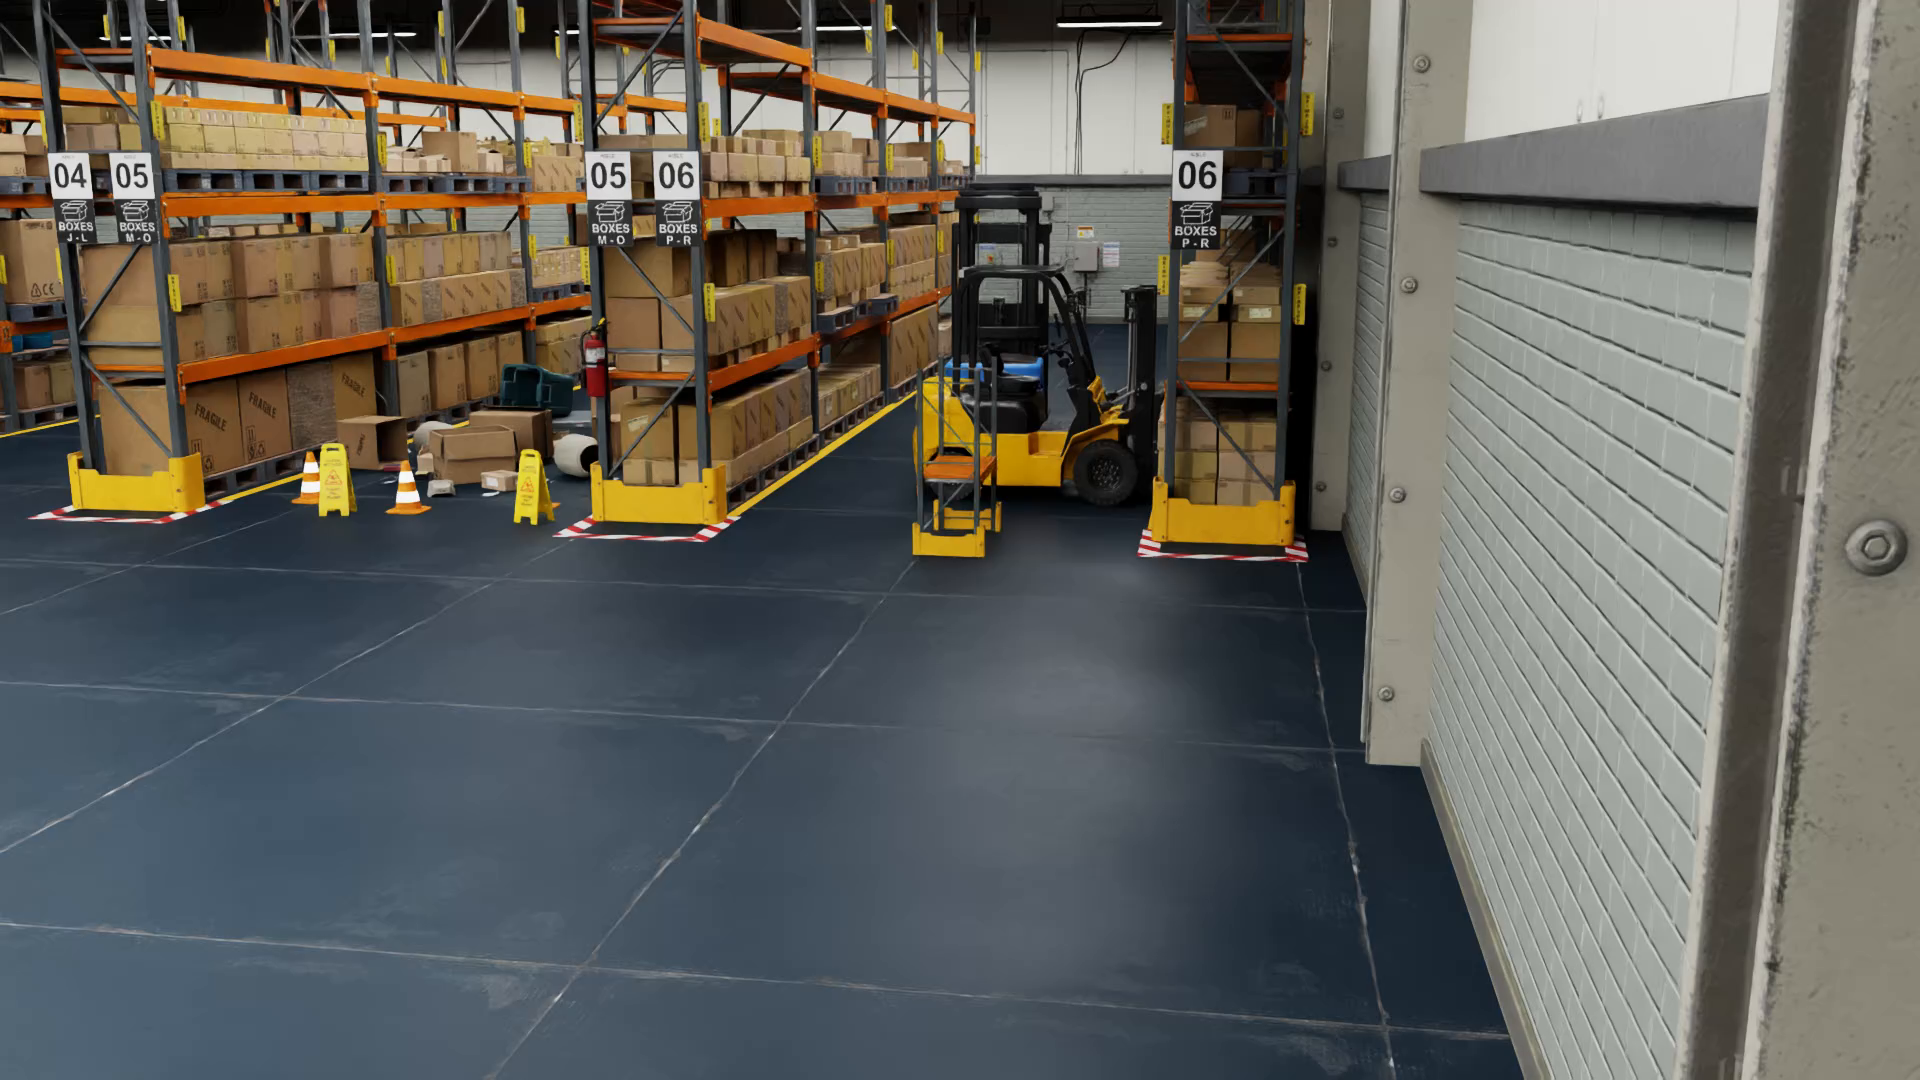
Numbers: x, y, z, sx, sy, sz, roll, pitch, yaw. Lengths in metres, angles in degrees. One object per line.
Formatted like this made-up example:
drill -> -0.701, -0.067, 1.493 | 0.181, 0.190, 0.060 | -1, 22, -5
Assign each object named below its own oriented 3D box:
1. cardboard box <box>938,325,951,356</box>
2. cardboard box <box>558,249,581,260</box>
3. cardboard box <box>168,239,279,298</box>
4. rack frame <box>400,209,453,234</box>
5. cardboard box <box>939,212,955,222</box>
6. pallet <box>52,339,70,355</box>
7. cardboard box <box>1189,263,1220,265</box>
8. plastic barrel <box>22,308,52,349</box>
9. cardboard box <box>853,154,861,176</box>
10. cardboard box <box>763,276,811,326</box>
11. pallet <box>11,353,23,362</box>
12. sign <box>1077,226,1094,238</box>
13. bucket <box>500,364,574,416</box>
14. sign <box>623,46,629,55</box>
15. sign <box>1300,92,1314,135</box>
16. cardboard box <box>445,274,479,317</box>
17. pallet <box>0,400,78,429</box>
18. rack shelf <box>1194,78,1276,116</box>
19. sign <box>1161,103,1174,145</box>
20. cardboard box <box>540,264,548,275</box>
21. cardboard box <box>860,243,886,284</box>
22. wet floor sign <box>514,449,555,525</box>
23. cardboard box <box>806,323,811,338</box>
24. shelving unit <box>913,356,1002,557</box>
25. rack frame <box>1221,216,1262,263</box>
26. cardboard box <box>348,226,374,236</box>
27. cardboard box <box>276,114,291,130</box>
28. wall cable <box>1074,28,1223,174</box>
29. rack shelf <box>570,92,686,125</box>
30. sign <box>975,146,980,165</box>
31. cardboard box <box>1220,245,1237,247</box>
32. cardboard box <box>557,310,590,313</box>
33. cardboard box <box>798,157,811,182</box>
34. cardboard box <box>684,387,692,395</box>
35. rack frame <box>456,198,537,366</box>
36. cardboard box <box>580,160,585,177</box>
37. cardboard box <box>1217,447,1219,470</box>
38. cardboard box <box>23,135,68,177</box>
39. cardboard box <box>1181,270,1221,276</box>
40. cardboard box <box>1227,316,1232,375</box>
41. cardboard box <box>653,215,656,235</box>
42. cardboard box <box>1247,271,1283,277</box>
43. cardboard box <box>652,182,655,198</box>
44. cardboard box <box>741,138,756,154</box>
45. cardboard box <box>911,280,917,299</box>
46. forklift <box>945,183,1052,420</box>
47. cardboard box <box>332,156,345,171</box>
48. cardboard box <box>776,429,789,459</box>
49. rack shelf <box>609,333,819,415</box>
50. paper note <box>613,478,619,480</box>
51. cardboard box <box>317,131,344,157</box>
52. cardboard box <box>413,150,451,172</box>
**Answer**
cardboard box -> -0.644, -3.215, 26.878 | 0.875, 0.438, 0.875 | 2, 12, 8
cardboard box -> -5.824, -4.287, 24.952 | 0.380, 0.149, 0.250 | 1, 12, 6
cardboard box -> -7.290, -2.684, 16.406 | 0.875, 0.550, 0.550 | 2, 12, 9
rack frame -> -10.024, -5.289, 31.416 | 1.000, 3.000, 0.127 | 2, 12, 9
cardboard box -> -0.289, -5.364, 27.612 | 0.380, 0.149, 0.250 | 2, 12, 9
pallet -> -15.458, -3.408, 29.306 | 1.003, 0.211, 1.213 | 2, 12, 9
cardboard box -> 3.063, -3.396, 20.855 | 0.380, 0.149, 0.250 | 2, 12, 10
plastic barrel -> -15.633, -3.684, 27.950 | 0.600, 0.901, 0.708 | 2, 12, 9
cardboard box -> -1.458, -4.388, 19.474 | 0.500, 0.250, 0.500 | 2, 12, 8
cardboard box -> -1.900, -2.564, 17.826 | 0.500, 0.500, 0.500 | 2, 12, 7
pallet -> -15.878, -2.840, 26.669 | 1.003, 0.211, 1.213 | 2, 12, 9
sign -> 2.643, -6.493, 35.040 | 0.339, 0.242, 0.001 | 2, 12, 9
bucket -> -4.727, -1.649, 18.688 | 0.726, 0.611, 0.620 | 7, 4, 28
sign -> -5.204, -7.725, 25.884 | 0.100, 0.325, 0.005 | 2, 12, 9
sign -> 2.760, -3.390, 13.223 | 0.100, 0.325, 0.005 | 2, 12, 9
cardboard box -> -6.402, -3.074, 20.899 | 0.500, 0.500, 0.500 | 2, 12, 10
pallet -> -11.751, -1.590, 20.871 | 1.003, 0.211, 1.213 | 2, 12, 9
rack shelf -> 3.136, -5.112, 19.010 | 1.077, 0.370, 4.000 | 2, 12, 9
sign -> 1.679, -3.358, 13.422 | 0.100, 0.325, 0.005 | 2, 12, 9
cardboard box -> -6.056, -3.821, 23.495 | 0.380, 0.149, 0.250 | 2, 12, 11
cardboard box -> -1.257, -3.599, 21.631 | 0.500, 0.500, 0.500 | 2, 12, 7
wet floor sign -> -3.779, -0.482, 14.696 | 0.267, 0.644, 0.232 | 7, 14, 28
cardboard box -> -1.825, -2.270, 18.005 | 0.380, 0.149, 0.250 | 2, 12, 8
shelving unit -> -0.012, -0.717, 13.762 | 0.587, 1.500, 1.083 | 2, 12, 9
rack frame -> 4.058, -3.975, 25.319 | 1.000, 3.000, 0.127 | 2, 12, 9
cardboard box -> -10.229, -5.089, 28.356 | 0.500, 0.500, 0.500 | 2, 12, 9
cardboard box -> -6.958, -4.194, 16.685 | 0.380, 0.149, 0.250 | 2, 12, 9
wall cable -> 3.854, -8.989, 34.256 | 2.988, 3.039, 0.133 | 2, 12, 9
rack shelf -> -5.446, -7.270, 28.085 | 1.077, 0.370, 4.000 | 2, 12, 9
sign -> 0.302, -6.808, 29.430 | 0.100, 0.325, 0.005 | 2, 12, 9
cardboard box -> 3.763, -4.136, 24.831 | 0.700, 0.500, 0.500 | 2, 12, 10
cardboard box -> -6.128, -3.479, 26.175 | 0.500, 0.250, 0.500 | 1, 12, 6
cardboard box -> -1.879, -3.907, 17.534 | 0.500, 0.250, 0.500 | 2, 12, 8
cardboard box -> -2.795, -1.488, 15.989 | 0.380, 0.149, 0.250 | 2, 12, 10
rack frame -> -6.369, -3.442, 22.845 | 1.000, 3.000, 0.127 | 2, 12, 9
cardboard box -> -6.096, -5.726, 25.539 | 0.500, 0.311, 0.500 | 2, 12, 8
cardboard box -> 2.067, -0.798, 14.921 | 0.500, 0.250, 0.500 | 2, 12, 8
cardboard box -> -11.555, -4.804, 20.803 | 0.797, 0.503, 0.637 | 2, 12, 11
cardboard box -> 2.350, -2.549, 16.217 | 0.380, 0.149, 0.250 | 2, 12, 8
cardboard box -> 2.622, -1.729, 14.661 | 0.500, 0.500, 0.500 | 2, 12, 10
cardboard box -> -5.271, -5.256, 27.946 | 0.500, 0.500, 0.500 | 2, 12, 10
cardboard box -> 2.934, -2.531, 16.135 | 0.380, 0.149, 0.250 | 2, 12, 8
cardboard box -> -2.908, -3.117, 14.813 | 0.380, 0.149, 0.250 | 2, 12, 9
cardboard box -> -2.137, -3.697, 15.613 | 0.380, 0.149, 0.250 | 2, 12, 10
cardboard box -> -0.918, -3.642, 24.131 | 0.500, 0.250, 0.500 | 2, 12, 9
forklift -> 0.473, -2.547, 18.855 | 1.130, 2.935, 3.031 | 1, 12, 5
cardboard box -> -6.801, -4.015, 17.744 | 0.380, 0.149, 0.250 | 2, 12, 10
cardboard box -> -2.057, -0.982, 16.962 | 0.500, 0.250, 0.500 | 2, 12, 10
rack shelf -> -2.385, -1.702, 16.479 | 1.077, 0.370, 4.000 | 2, 12, 9
paper note -> -3.520, -0.620, 16.800 | 0.142, 0.019, 0.148 | -2, 12, -11
cardboard box -> -6.884, -4.186, 17.592 | 0.500, 0.250, 0.500 | 2, 12, 8
cardboard box -> -6.487, -4.647, 20.400 | 0.396, 0.266, 0.258 | 2, 12, 9
